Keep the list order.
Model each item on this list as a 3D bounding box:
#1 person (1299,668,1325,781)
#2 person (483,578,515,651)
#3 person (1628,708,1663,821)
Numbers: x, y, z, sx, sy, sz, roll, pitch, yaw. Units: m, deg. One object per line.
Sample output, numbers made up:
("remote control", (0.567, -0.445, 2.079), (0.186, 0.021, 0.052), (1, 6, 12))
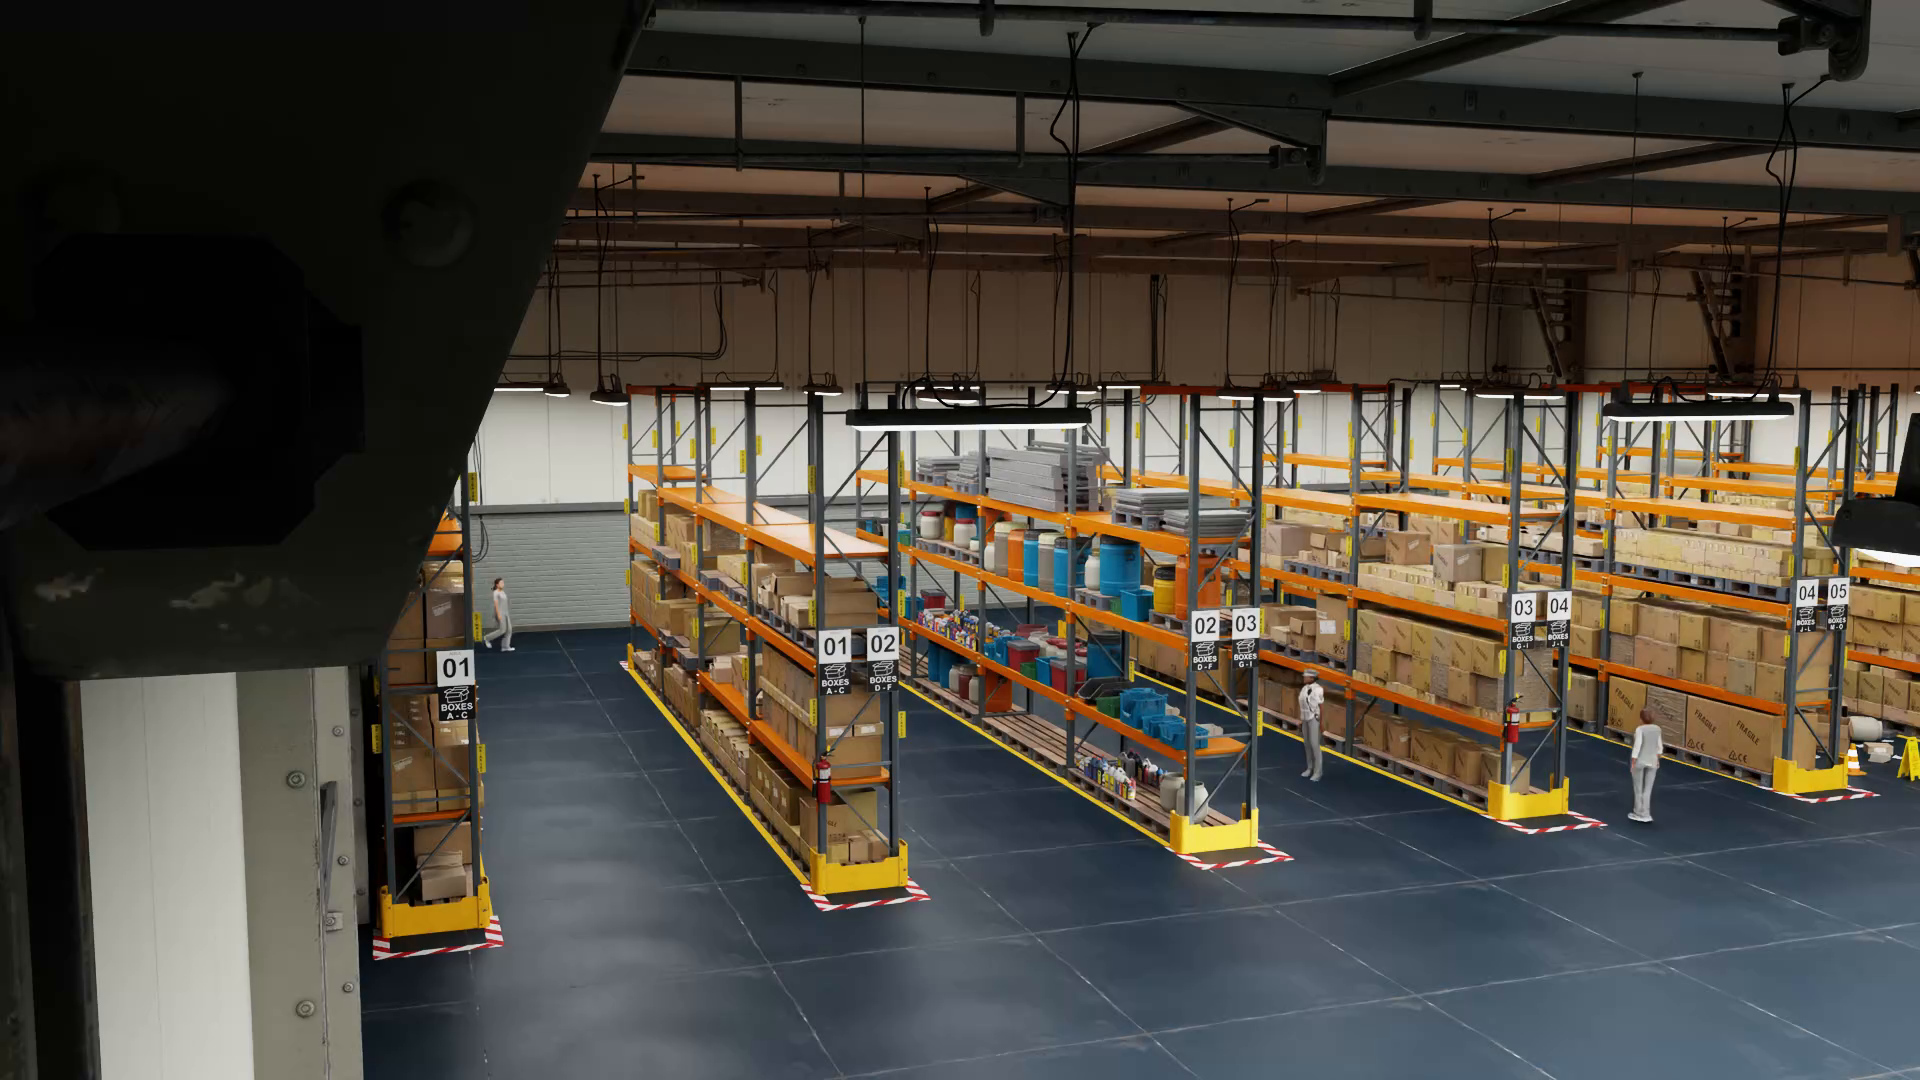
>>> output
("person", (5.463, 2.849, 25.792), (0.360, 1.720, 0.580), (-2, 6, -21))
("person", (-10.285, 1.668, 37.141), (0.663, 1.643, 0.468), (1, 6, 10))
("person", (9.593, 3.134, 23.237), (0.444, 1.598, 0.351), (1, 6, 12))
